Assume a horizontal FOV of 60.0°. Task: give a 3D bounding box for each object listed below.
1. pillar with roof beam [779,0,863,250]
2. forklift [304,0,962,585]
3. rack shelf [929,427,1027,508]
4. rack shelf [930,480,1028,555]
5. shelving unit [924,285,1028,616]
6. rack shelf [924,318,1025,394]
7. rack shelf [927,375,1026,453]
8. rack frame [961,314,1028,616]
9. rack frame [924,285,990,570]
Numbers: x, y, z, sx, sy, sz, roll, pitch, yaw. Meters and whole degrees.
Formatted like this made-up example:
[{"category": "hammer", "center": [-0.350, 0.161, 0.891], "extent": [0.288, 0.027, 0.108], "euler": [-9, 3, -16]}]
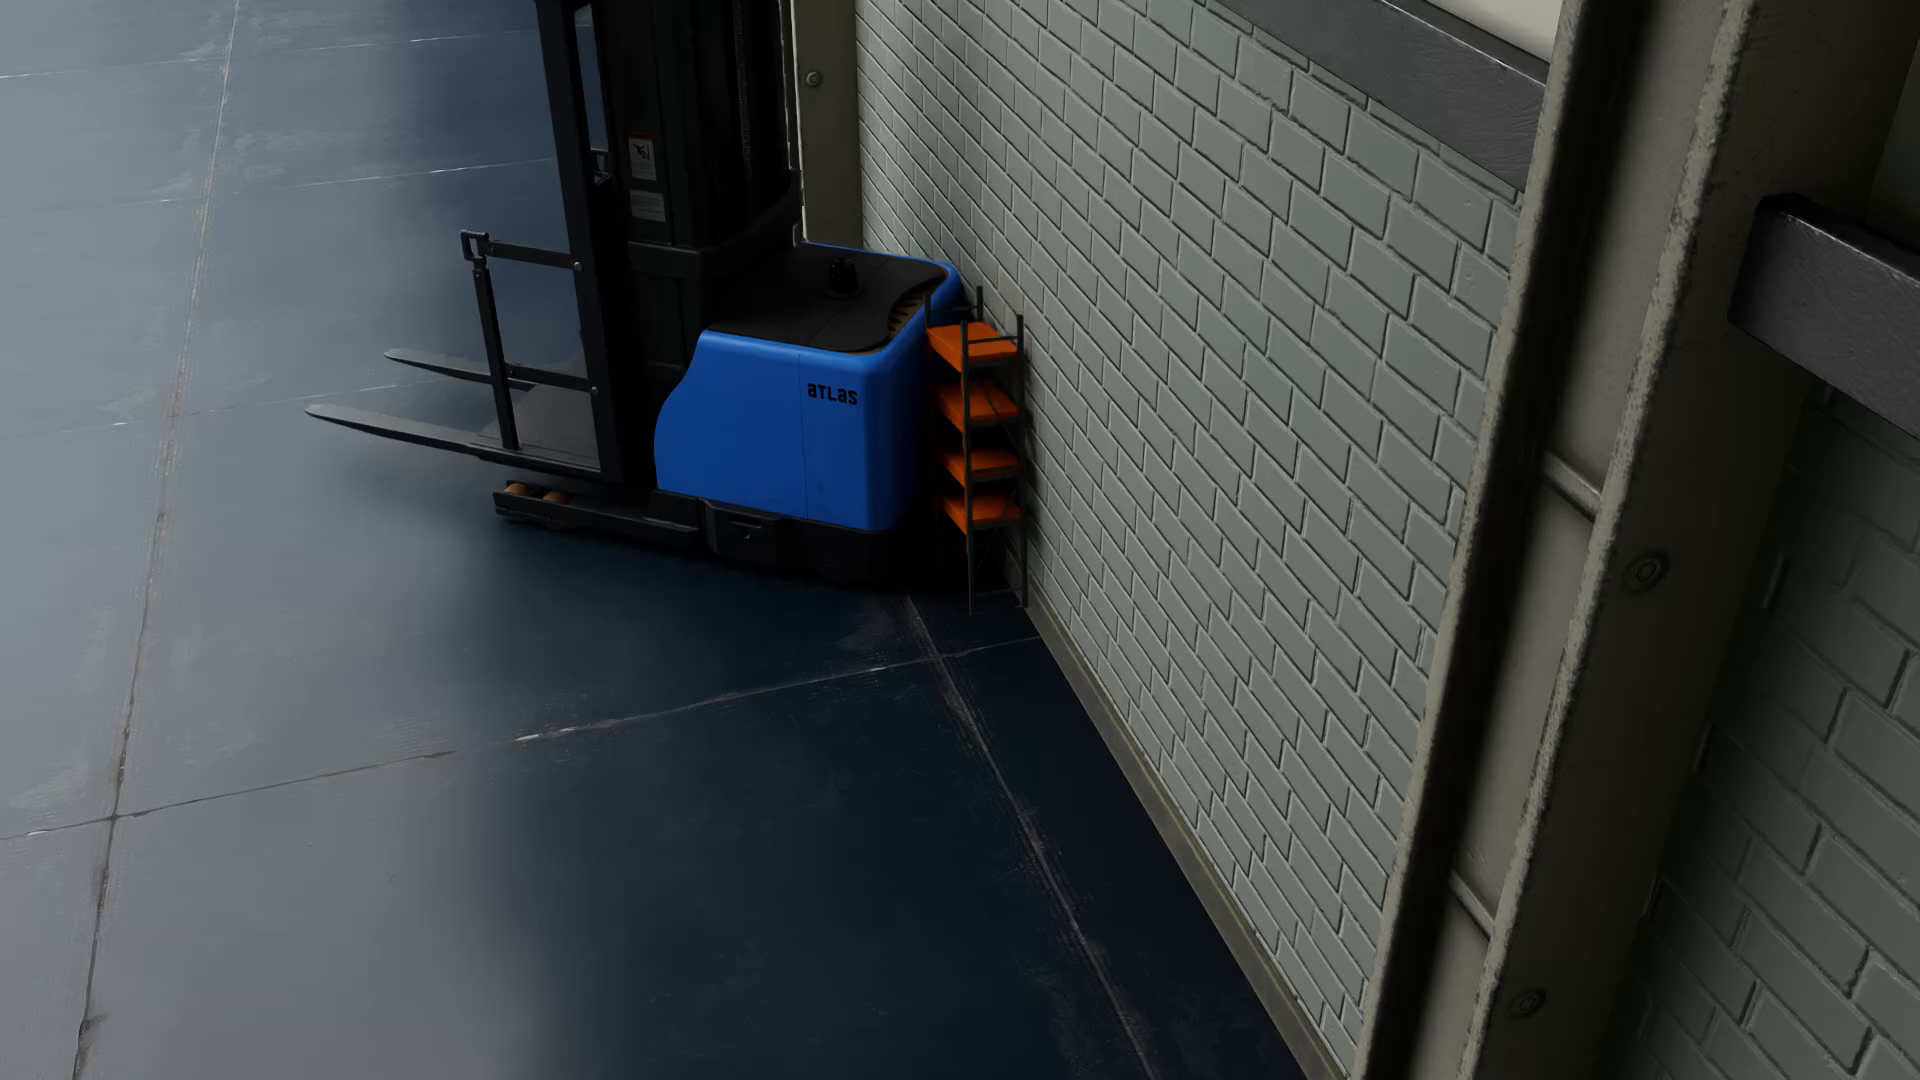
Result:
[{"category": "pillar with roof beam", "center": [-4.800, -4.197, 5.440], "extent": [9.100, 9.000, 0.400], "euler": [-10, 35, -15]}, {"category": "forklift", "center": [-1.525, -1.528, 6.904], "extent": [3.031, 2.935, 1.130], "euler": [11, 35, 17]}, {"category": "rack shelf", "center": [0.067, -0.296, 6.651], "extent": [0.258, 0.148, 0.480], "euler": [-8, 23, -15]}, {"category": "rack shelf", "center": [0.073, -0.113, 6.726], "extent": [0.258, 0.148, 0.480], "euler": [-8, 23, -15]}, {"category": "shelving unit", "center": [0.065, -0.358, 6.625], "extent": [0.258, 1.200, 0.503], "euler": [-8, 23, -15]}, {"category": "rack shelf", "center": [0.053, -0.721, 6.475], "extent": [0.258, 0.148, 0.480], "euler": [-8, 23, -15]}, {"category": "rack shelf", "center": [0.060, -0.503, 6.565], "extent": [0.258, 0.148, 0.480], "euler": [-8, 23, -15]}, {"category": "rack frame", "center": [0.138, -0.271, 6.409], "extent": [0.240, 1.200, 0.015], "euler": [-8, 23, -15]}, {"category": "rack frame", "center": [-0.008, -0.445, 6.841], "extent": [0.240, 1.200, 0.015], "euler": [-8, 23, -15]}]
